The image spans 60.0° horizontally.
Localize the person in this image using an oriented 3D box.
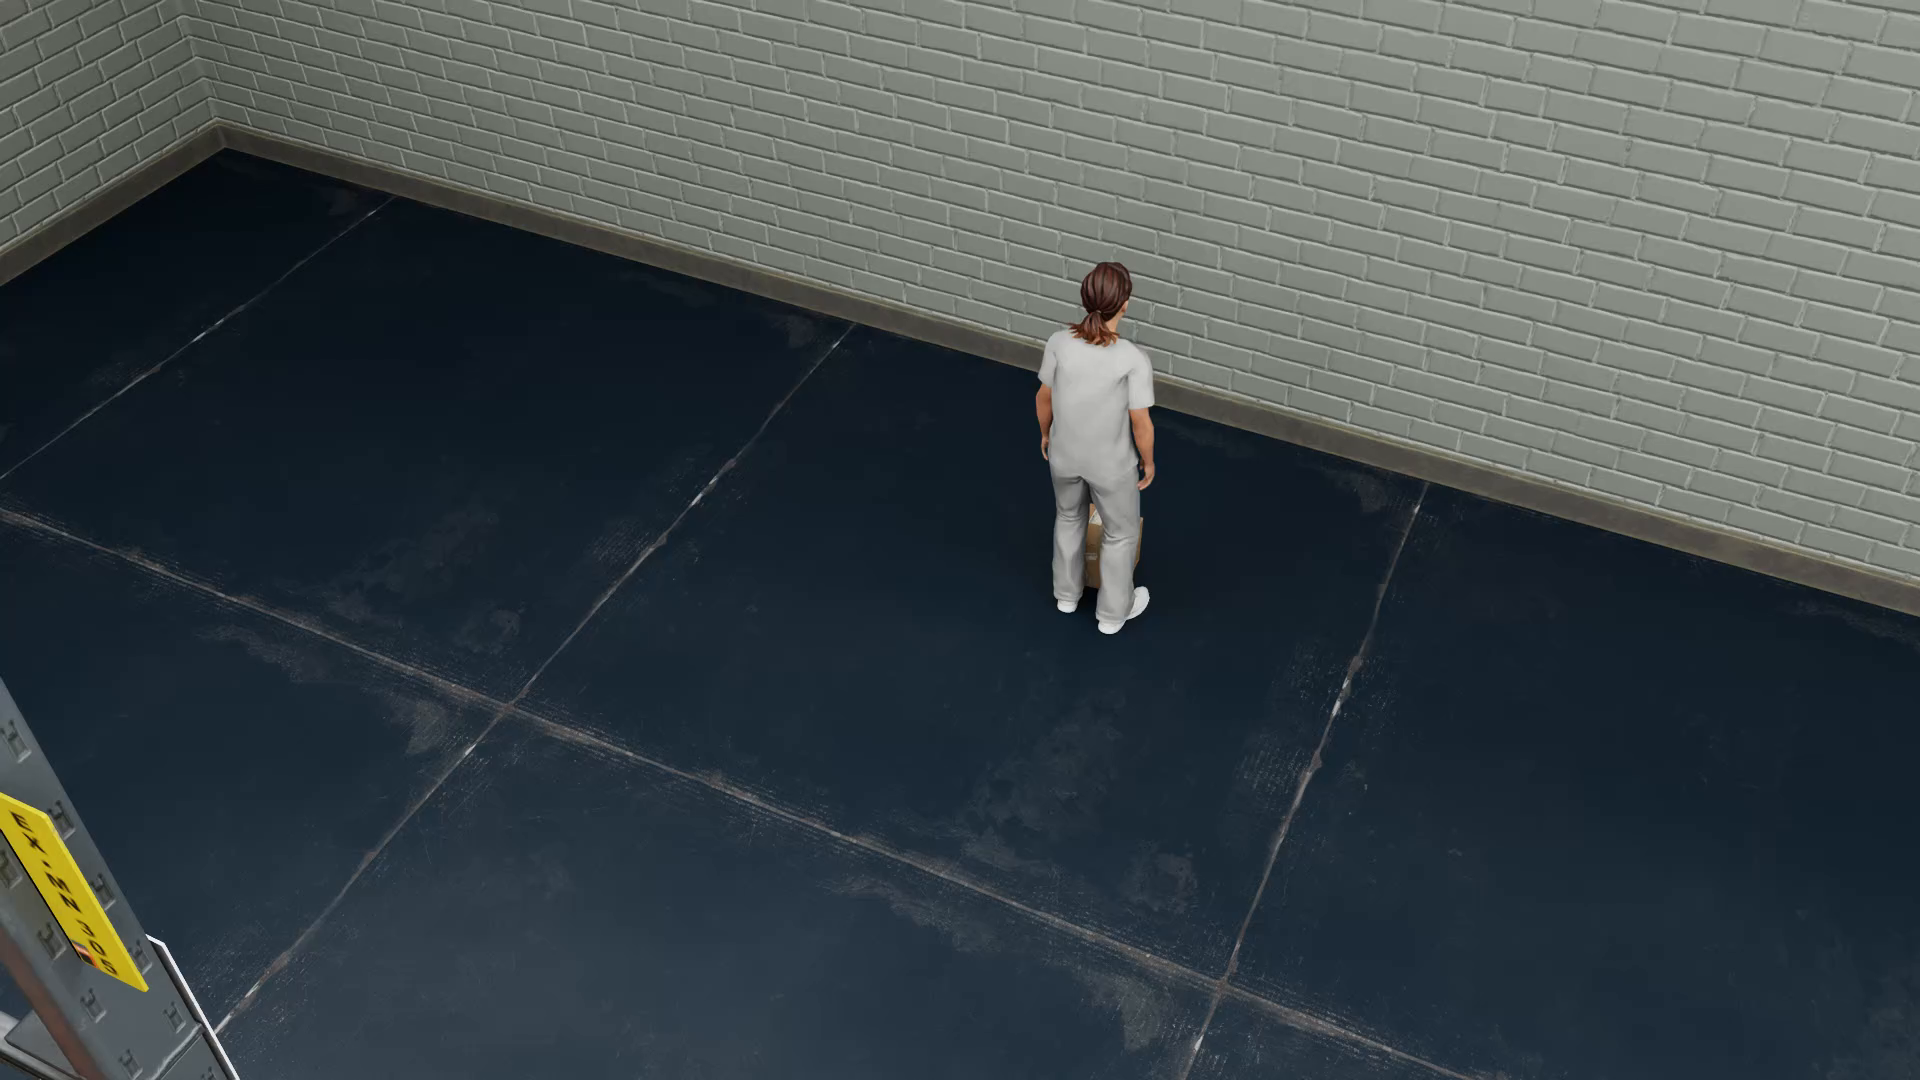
[{"bbox_3d":[0.539,-0.350,6.547,0.485,1.673,0.407,18,45,19],"label":"person"}]
